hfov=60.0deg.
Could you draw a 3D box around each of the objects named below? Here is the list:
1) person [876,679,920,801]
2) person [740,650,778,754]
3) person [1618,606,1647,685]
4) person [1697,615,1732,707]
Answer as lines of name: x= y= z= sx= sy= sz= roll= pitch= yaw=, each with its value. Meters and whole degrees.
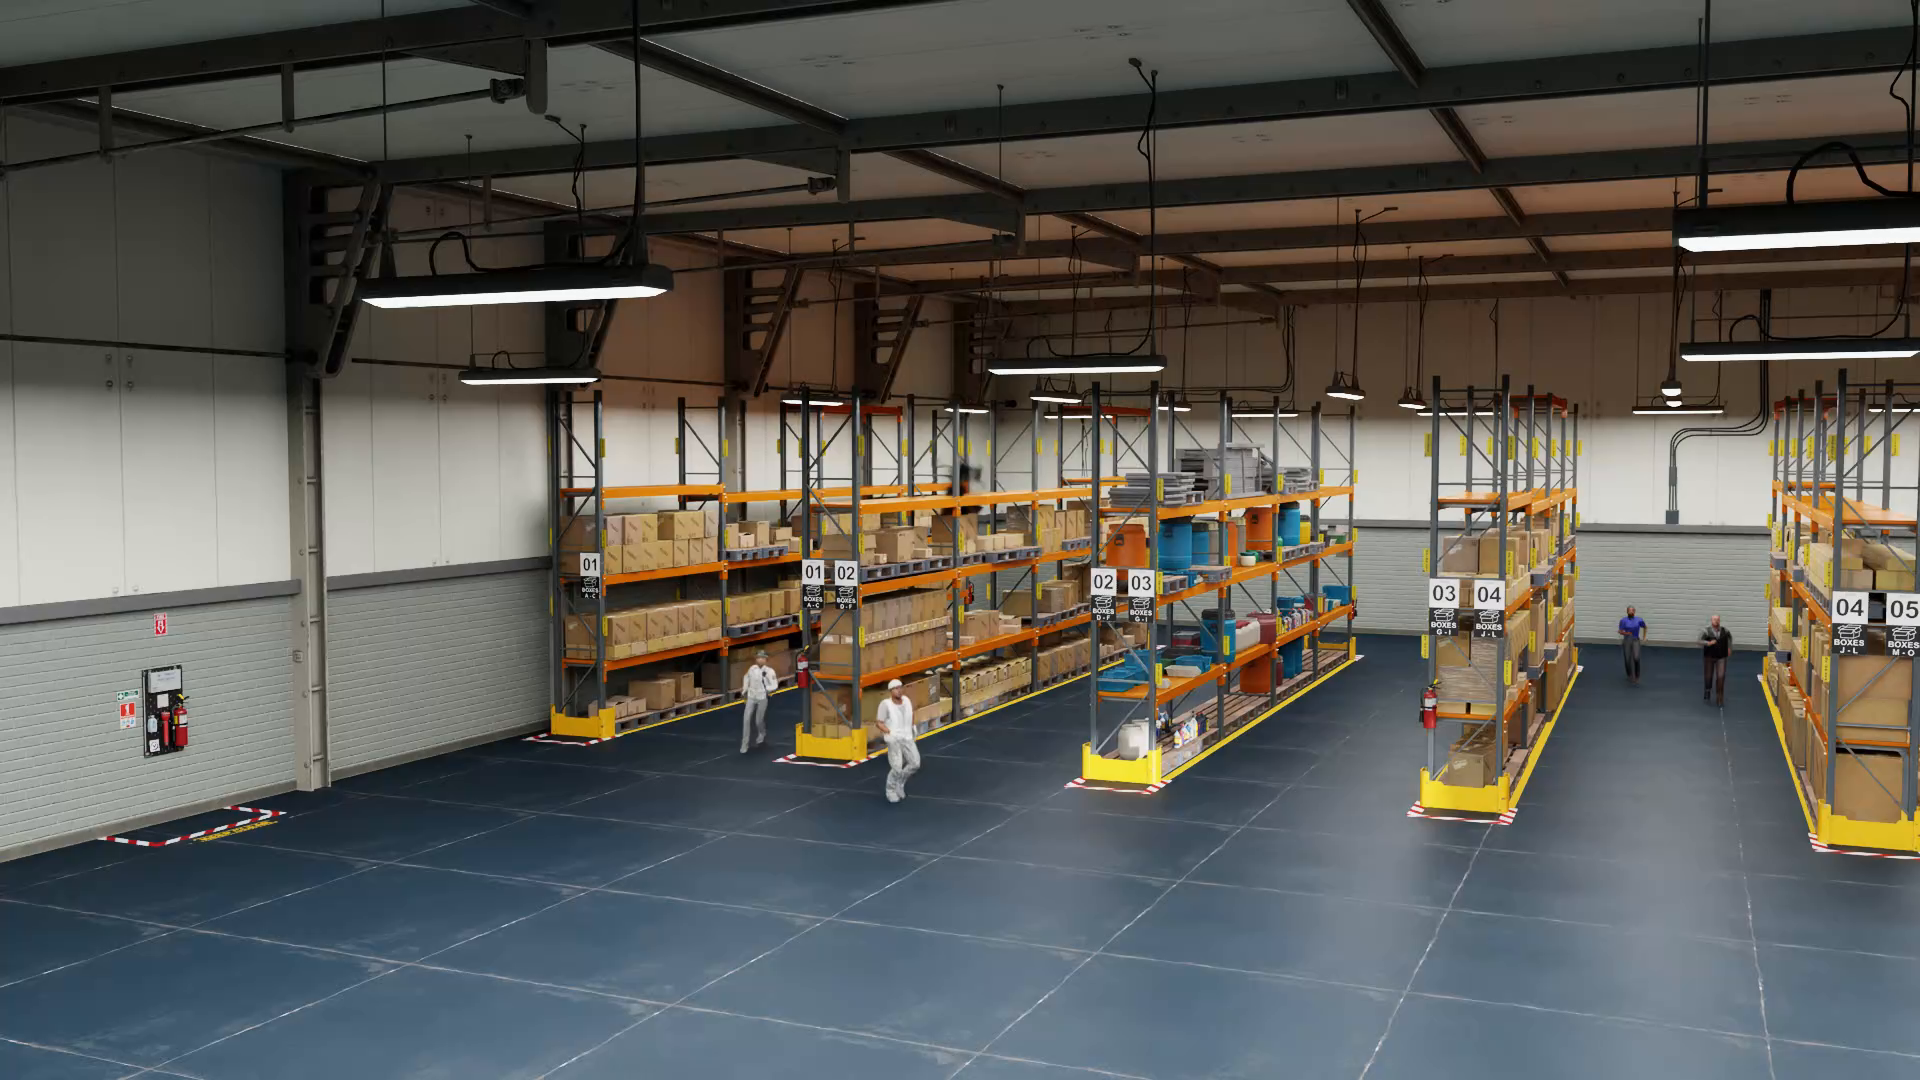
person: x=-0.841 y=2.830 z=23.457 sx=0.684 sy=1.737 sz=0.575 roll=-2 pitch=4 yaw=-34
person: x=-3.324 y=2.644 z=27.545 sx=0.645 sy=1.684 sz=0.887 roll=1 pitch=3 yaw=12
person: x=14.268 y=2.236 z=35.290 sx=0.554 sy=1.689 sz=0.712 roll=1 pitch=3 yaw=24
person: x=14.728 y=2.366 z=32.468 sx=0.674 sy=1.671 sz=0.893 roll=1 pitch=3 yaw=16
